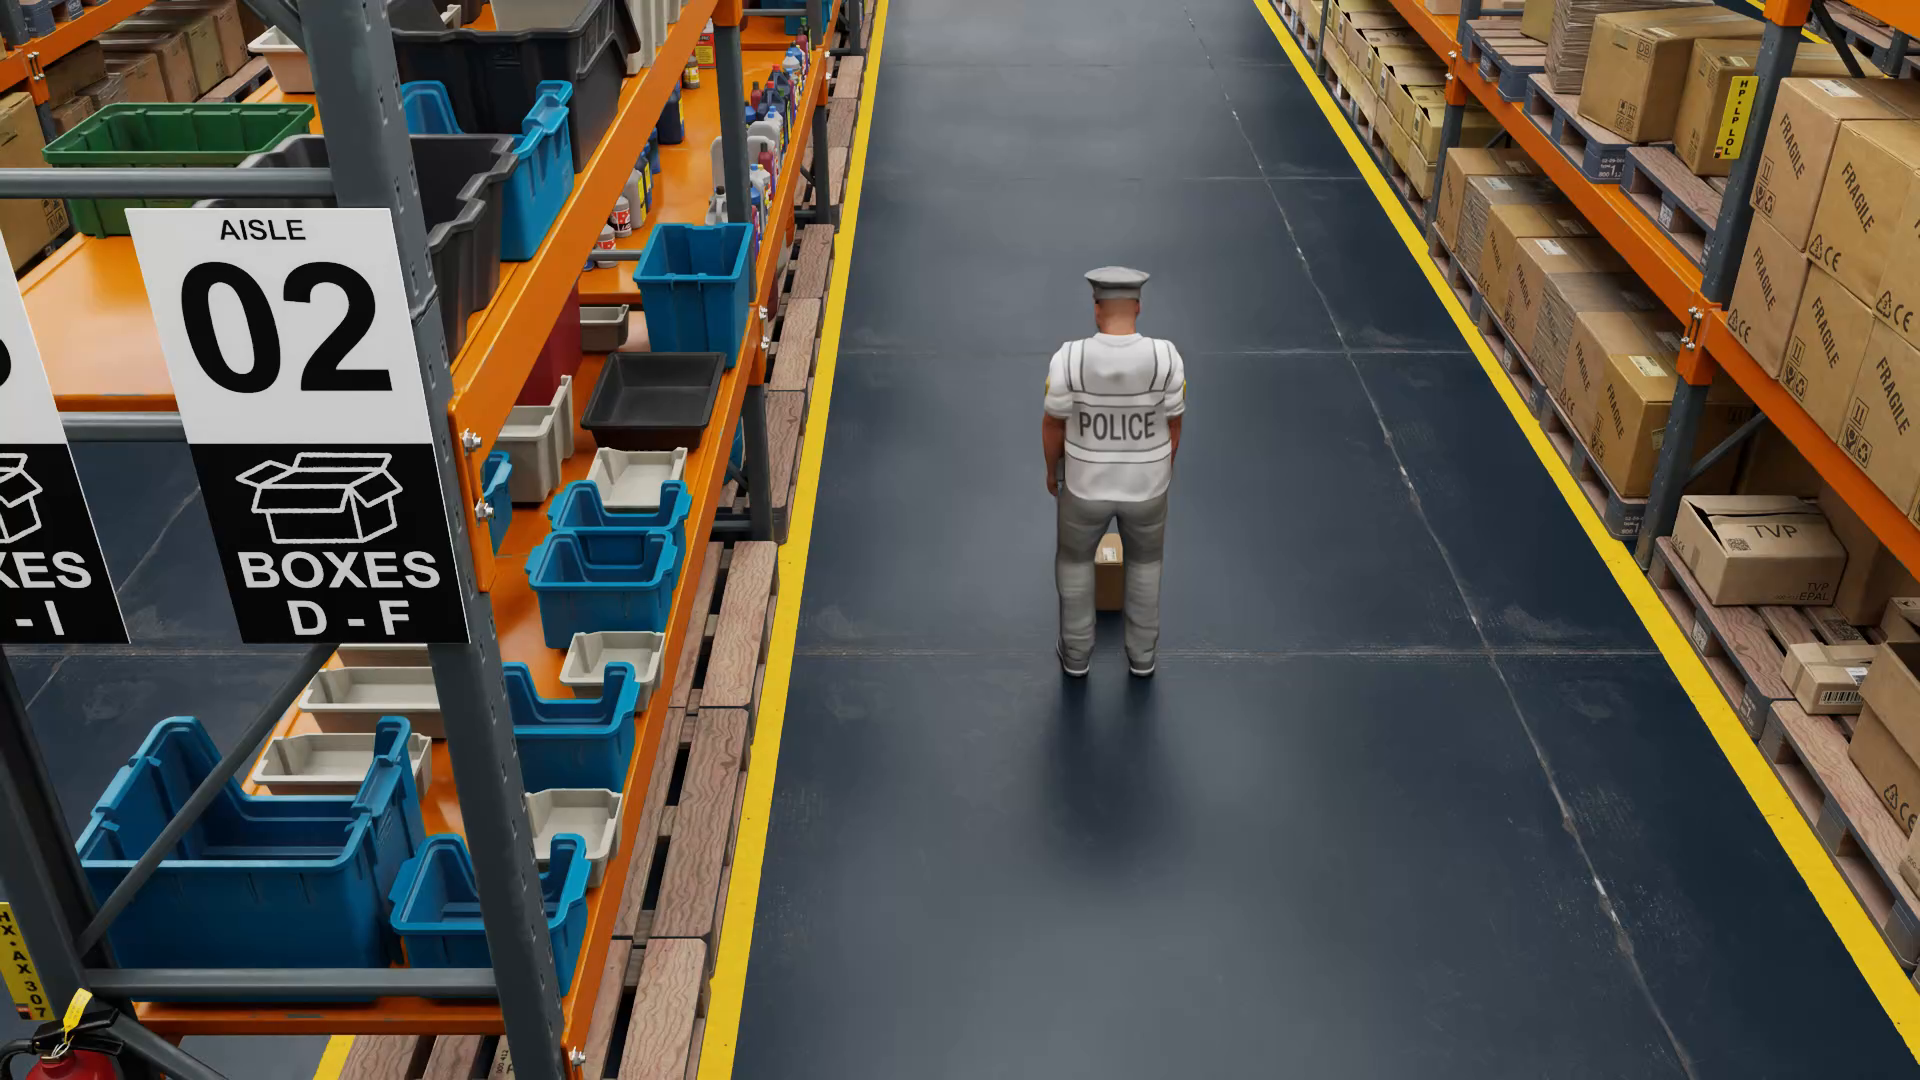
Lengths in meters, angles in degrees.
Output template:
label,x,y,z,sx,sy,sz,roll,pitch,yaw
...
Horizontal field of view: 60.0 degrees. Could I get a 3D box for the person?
label,x,y,z,sx,sy,sz,roll,pitch,yaw
person,0.584,-0.227,6.530,0.538,1.731,0.394,0,31,1
